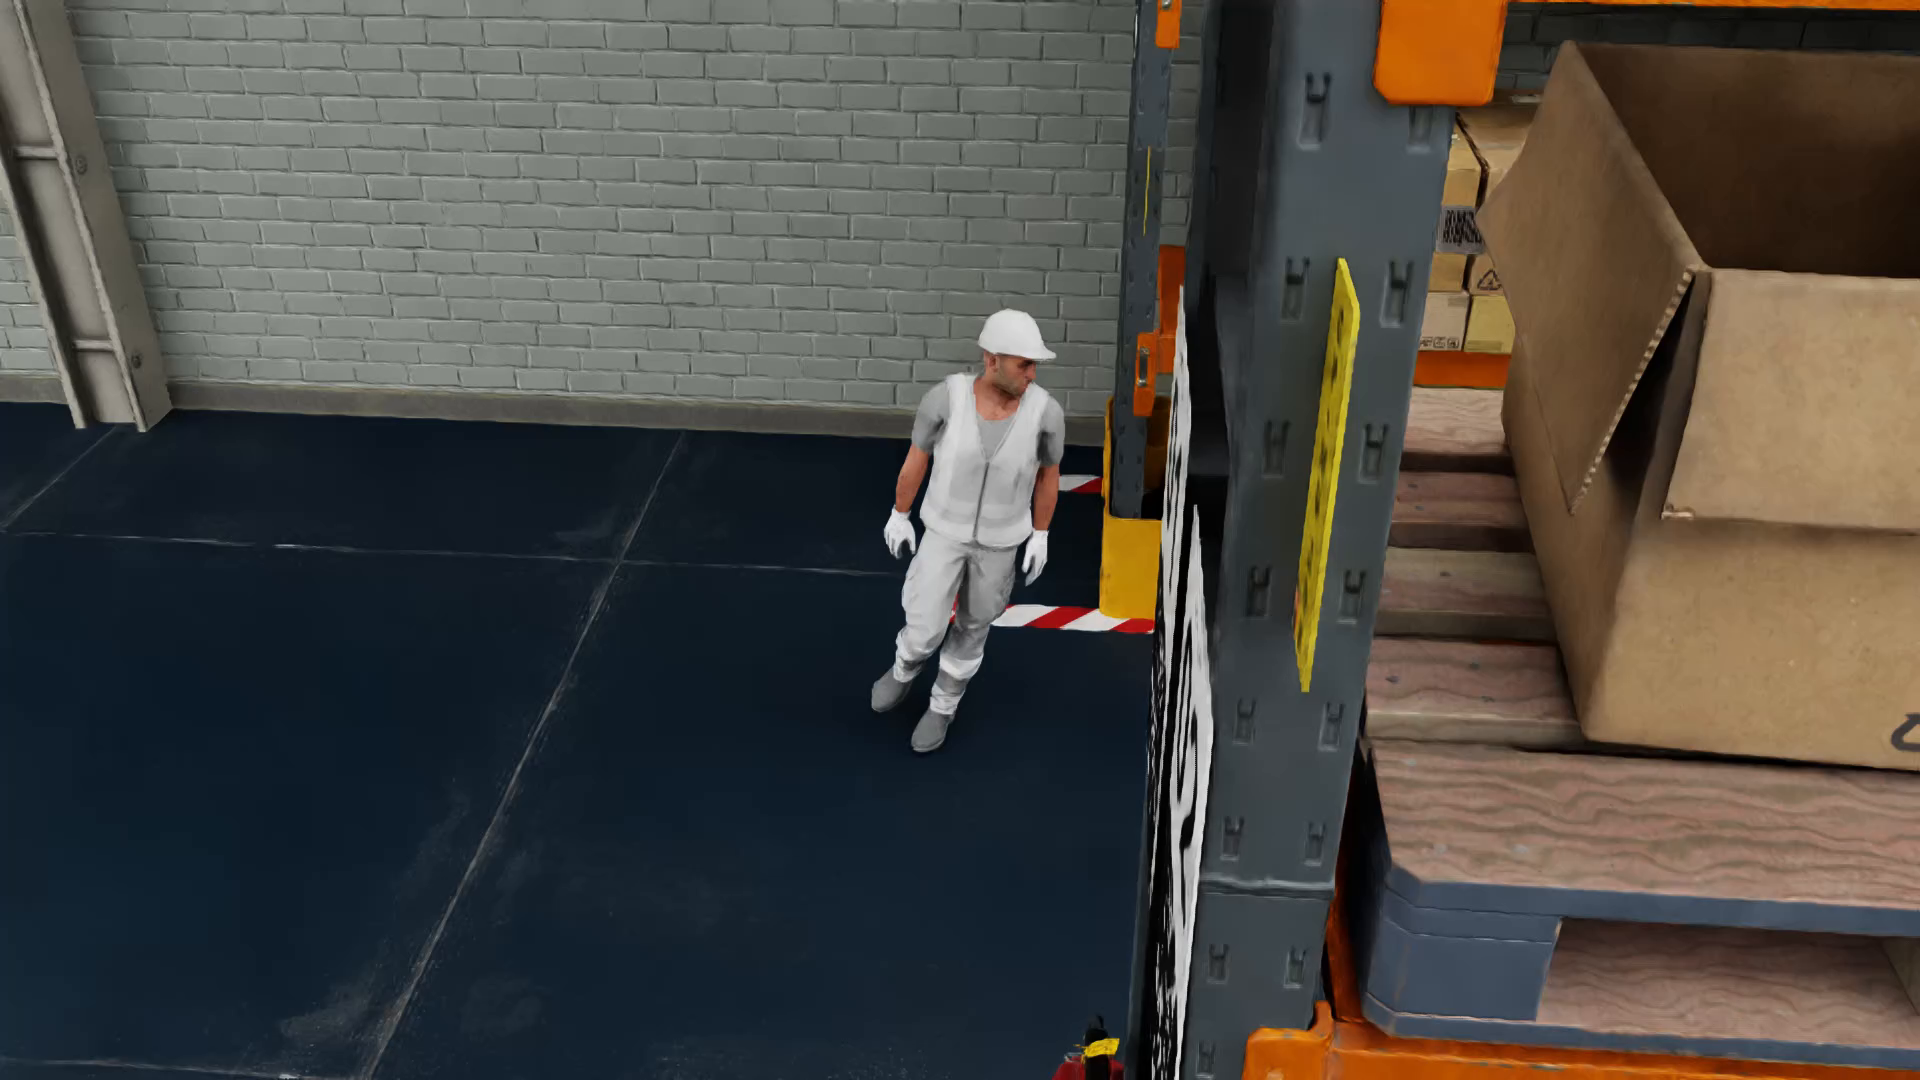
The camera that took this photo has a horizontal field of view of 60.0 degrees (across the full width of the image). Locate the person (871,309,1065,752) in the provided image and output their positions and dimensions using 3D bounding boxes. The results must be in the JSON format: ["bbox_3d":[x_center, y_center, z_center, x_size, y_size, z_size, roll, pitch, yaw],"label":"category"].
[{"bbox_3d":[0.010,0.006,6.085,0.729,1.774,0.453,1,32,1],"label":"person"}]
